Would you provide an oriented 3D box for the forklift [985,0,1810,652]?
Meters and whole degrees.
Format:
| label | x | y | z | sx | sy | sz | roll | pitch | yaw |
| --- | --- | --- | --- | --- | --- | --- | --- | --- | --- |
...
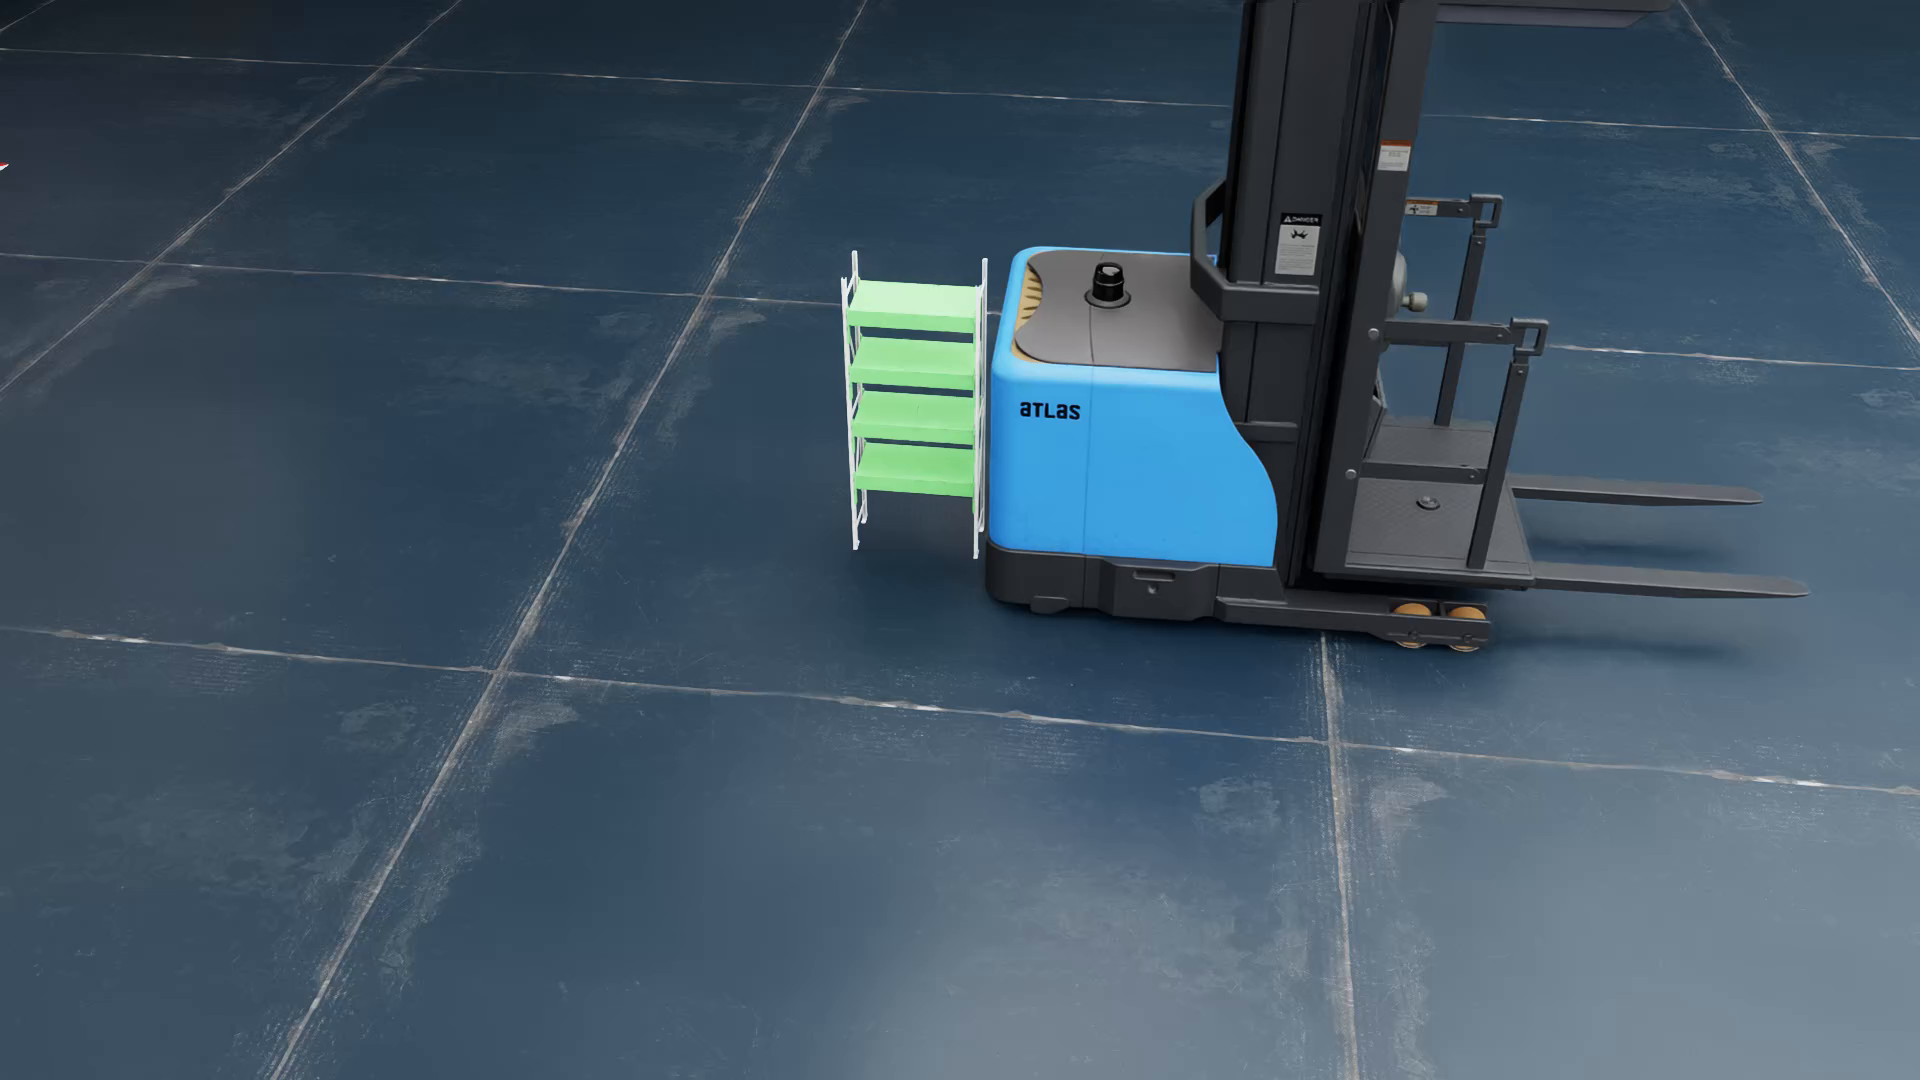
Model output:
| label | x | y | z | sx | sy | sz | roll | pitch | yaw |
| --- | --- | --- | --- | --- | --- | --- | --- | --- | --- |
| forklift | 1.649 | -1.107 | 5.777 | 3.031 | 2.935 | 1.130 | 4 | 36 | 5 |

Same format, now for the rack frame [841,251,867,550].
| label | x | y | z | sx | sy | sz | roll | pitch | yaw |
| --- | --- | --- | --- | --- | --- | --- | --- | --- | --- |
| rack frame | -0.406 | -0.519 | 6.444 | 0.015 | 1.200 | 0.240 | 4 | 36 | 6 |

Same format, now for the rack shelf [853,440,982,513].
| label | x | y | z | sx | sy | sz | roll | pitch | yaw |
| --- | --- | --- | --- | --- | --- | --- | --- | --- | --- |
| rack shelf | -0.164 | -0.253 | 6.595 | 0.480 | 0.148 | 0.258 | 4 | 36 | 6 |

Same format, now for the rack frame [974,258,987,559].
| label | x | y | z | sx | sy | sz | roll | pitch | yaw |
| --- | --- | --- | --- | --- | --- | --- | --- | --- | --- |
| rack frame | 0.078 | -0.483 | 6.393 | 0.015 | 1.200 | 0.240 | 4 | 36 | 6 |

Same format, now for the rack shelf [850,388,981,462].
| label | x | y | z | sx | sy | sz | roll | pitch | yaw |
| --- | --- | --- | --- | --- | --- | --- | --- | --- | --- |
| rack shelf | -0.164 | -0.449 | 6.456 | 0.480 | 0.148 | 0.258 | 4 | 36 | 6 |

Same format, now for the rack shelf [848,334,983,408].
| label | x | y | z | sx | sy | sz | roll | pitch | yaw |
| --- | --- | --- | --- | --- | --- | --- | --- | --- | --- |
| rack shelf | -0.164 | -0.644 | 6.316 | 0.480 | 0.148 | 0.258 | 4 | 36 | 6 |

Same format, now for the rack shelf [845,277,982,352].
| label | x | y | z | sx | sy | sz | roll | pitch | yaw |
| --- | --- | --- | --- | --- | --- | --- | --- | --- | --- |
| rack shelf | -0.164 | -0.839 | 6.177 | 0.480 | 0.148 | 0.258 | 4 | 36 | 6 |

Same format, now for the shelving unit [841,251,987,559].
| label | x | y | z | sx | sy | sz | roll | pitch | yaw |
| --- | --- | --- | --- | --- | --- | --- | --- | --- | --- |
| shelving unit | -0.164 | -0.501 | 6.419 | 0.503 | 1.200 | 0.258 | 4 | 36 | 6 |
